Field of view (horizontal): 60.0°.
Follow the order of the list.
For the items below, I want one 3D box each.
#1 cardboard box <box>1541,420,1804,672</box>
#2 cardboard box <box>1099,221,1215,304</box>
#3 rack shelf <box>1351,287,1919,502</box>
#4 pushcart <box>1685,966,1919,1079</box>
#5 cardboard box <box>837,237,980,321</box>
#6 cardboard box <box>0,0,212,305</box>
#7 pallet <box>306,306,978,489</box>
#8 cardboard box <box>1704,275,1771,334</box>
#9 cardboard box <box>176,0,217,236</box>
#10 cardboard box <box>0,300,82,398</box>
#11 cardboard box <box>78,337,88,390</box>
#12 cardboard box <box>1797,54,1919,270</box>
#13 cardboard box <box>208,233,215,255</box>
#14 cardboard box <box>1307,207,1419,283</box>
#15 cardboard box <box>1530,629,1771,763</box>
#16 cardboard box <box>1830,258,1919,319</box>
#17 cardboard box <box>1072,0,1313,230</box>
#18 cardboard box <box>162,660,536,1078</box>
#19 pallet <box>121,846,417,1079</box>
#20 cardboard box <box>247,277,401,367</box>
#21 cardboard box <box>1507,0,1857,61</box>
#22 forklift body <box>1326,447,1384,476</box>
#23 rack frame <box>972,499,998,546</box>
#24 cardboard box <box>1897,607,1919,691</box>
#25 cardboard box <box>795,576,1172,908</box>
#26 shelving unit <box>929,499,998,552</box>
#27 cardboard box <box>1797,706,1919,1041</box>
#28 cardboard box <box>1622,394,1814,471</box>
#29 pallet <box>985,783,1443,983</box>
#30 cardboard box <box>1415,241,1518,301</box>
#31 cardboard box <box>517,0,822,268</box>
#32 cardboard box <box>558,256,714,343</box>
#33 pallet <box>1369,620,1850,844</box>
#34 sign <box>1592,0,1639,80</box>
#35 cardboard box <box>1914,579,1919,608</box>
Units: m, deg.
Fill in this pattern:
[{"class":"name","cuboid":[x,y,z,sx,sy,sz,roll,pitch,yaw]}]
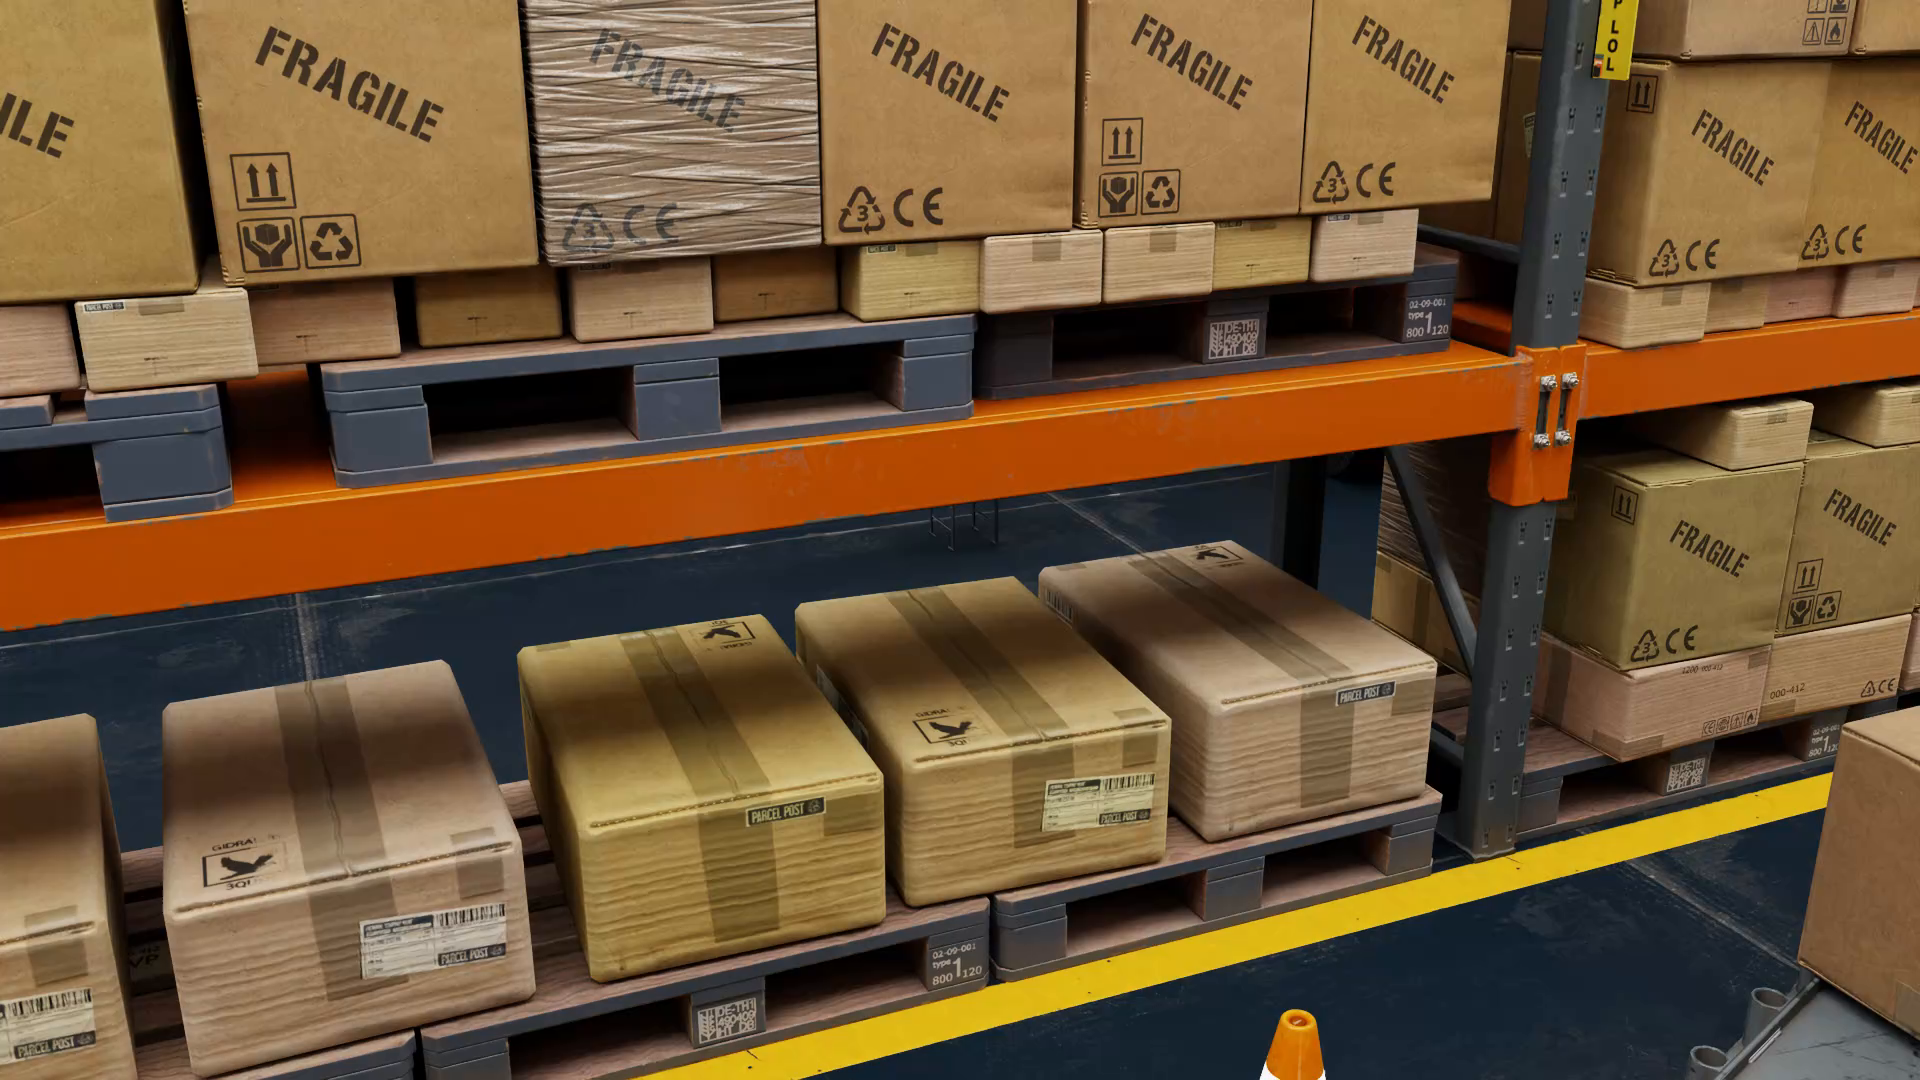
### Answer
[{"class":"cardboard box","cuboid":[1.809,-0.008,4.406,0.500,0.500,0.500,-7,21,-19]},{"class":"cardboard box","cuboid":[0.326,-0.611,3.487,0.250,0.149,0.380,-9,21,-23]},{"class":"rack shelf","cuboid":[2.997,-0.681,5.024,4.000,0.370,1.077,-8,21,-22]},{"class":"pushcart","cuboid":[2.110,1.168,2.637,0.936,0.377,1.648,-17,26,-40]},{"class":"cardboard box","cuboid":[-0.145,-0.555,3.329,0.250,0.149,0.380,-8,21,-22]},{"class":"cardboard box","cuboid":[-1.532,-0.676,2.695,0.500,0.500,0.500,-7,21,-19]},{"class":"pallet","cuboid":[-0.711,-0.414,3.469,1.213,0.211,1.003,-8,21,-22]},{"class":"cardboard box","cuboid":[1.788,-0.632,4.178,0.250,0.149,0.380,-8,21,-20]},{"class":"cardboard box","cuboid":[-1.272,-0.900,3.330,0.500,0.500,0.500,-10,22,-26]},{"class":"cardboard box","cuboid":[-1.598,-0.346,2.734,0.250,0.149,0.380,-10,22,-25]},{"class":"cardboard box","cuboid":[-3.904,-0.900,7.506,0.625,0.625,0.875,-7,21,-20]},{"class":"cardboard box","cuboid":[2.127,-0.991,4.222,0.500,0.500,0.500,-8,21,-22]},{"class":"cardboard box","cuboid":[-1.639,-0.561,3.344,0.250,0.149,0.380,-9,21,-24]},{"class":"cardboard box","cuboid":[0.798,-0.685,3.698,0.250,0.149,0.380,-8,21,-21]},{"class":"cardboard box","cuboid":[1.809,0.346,4.531,0.500,0.250,0.500,-9,21,-24]},{"class":"cardboard box","cuboid":[2.261,-0.698,4.366,0.250,0.149,0.380,-7,21,-20]},{"class":"cardboard box","cuboid":[0.373,-0.947,3.464,0.500,0.500,0.500,-8,21,-22]},{"class":"cardboard box","cuboid":[-1.315,0.639,3.514,0.625,0.372,0.950,-9,21,-23]},{"class":"pallet","cuboid":[-1.794,0.982,3.416,1.213,0.211,1.003,-8,21,-22]},{"class":"cardboard box","cuboid":[-1.147,-0.431,2.976,0.250,0.149,0.380,-7,21,-19]},{"class":"cardboard box","cuboid":[1.651,-1.408,3.902,0.500,0.500,0.700,-8,21,-22]},{"class":"forklift body","cuboid":[1.845,-1.591,7.802,1.214,2.155,2.313,-8,21,-22]},{"class":"rack frame","cuboid":[0.097,-0.580,6.362,0.006,1.200,0.240,-8,21,-22]},{"class":"cardboard box","cuboid":[2.781,0.202,4.940,0.500,0.250,0.500,-8,21,-23]},{"class":"cardboard box","cuboid":[0.021,0.449,4.054,0.625,0.372,0.950,-7,21,-19]},{"class":"shelving unit","cuboid":[0.013,-0.568,6.328,0.189,1.200,0.258,-8,21,-22]},{"class":"cardboard box","cuboid":[1.893,0.603,2.916,0.500,0.500,0.500,-8,21,-22]},{"class":"cardboard box","cuboid":[1.948,-0.312,4.293,0.250,0.149,0.380,-8,21,-21]},{"class":"pallet","cuboid":[0.446,0.661,4.328,1.213,0.211,1.003,-8,21,-22]},{"class":"cardboard box","cuboid":[1.335,-0.774,4.583,0.250,0.149,0.380,-8,21,-22]},{"class":"cardboard box","cuboid":[-0.584,-0.812,3.080,0.500,0.500,0.500,-9,21,-24]},{"class":"cardboard box","cuboid":[-0.637,-0.495,3.157,0.250,0.149,0.380,-7,21,-20]},{"class":"pallet","cuboid":[1.763,0.459,4.902,1.213,0.211,1.003,-8,21,-22]},{"class":"sign","cuboid":[1.384,-1.135,3.485,0.005,0.325,0.100,-8,21,-22]},{"class":"cardboard box","cuboid":[2.773,-0.149,4.808,0.500,0.500,0.500,-7,21,-19]}]
